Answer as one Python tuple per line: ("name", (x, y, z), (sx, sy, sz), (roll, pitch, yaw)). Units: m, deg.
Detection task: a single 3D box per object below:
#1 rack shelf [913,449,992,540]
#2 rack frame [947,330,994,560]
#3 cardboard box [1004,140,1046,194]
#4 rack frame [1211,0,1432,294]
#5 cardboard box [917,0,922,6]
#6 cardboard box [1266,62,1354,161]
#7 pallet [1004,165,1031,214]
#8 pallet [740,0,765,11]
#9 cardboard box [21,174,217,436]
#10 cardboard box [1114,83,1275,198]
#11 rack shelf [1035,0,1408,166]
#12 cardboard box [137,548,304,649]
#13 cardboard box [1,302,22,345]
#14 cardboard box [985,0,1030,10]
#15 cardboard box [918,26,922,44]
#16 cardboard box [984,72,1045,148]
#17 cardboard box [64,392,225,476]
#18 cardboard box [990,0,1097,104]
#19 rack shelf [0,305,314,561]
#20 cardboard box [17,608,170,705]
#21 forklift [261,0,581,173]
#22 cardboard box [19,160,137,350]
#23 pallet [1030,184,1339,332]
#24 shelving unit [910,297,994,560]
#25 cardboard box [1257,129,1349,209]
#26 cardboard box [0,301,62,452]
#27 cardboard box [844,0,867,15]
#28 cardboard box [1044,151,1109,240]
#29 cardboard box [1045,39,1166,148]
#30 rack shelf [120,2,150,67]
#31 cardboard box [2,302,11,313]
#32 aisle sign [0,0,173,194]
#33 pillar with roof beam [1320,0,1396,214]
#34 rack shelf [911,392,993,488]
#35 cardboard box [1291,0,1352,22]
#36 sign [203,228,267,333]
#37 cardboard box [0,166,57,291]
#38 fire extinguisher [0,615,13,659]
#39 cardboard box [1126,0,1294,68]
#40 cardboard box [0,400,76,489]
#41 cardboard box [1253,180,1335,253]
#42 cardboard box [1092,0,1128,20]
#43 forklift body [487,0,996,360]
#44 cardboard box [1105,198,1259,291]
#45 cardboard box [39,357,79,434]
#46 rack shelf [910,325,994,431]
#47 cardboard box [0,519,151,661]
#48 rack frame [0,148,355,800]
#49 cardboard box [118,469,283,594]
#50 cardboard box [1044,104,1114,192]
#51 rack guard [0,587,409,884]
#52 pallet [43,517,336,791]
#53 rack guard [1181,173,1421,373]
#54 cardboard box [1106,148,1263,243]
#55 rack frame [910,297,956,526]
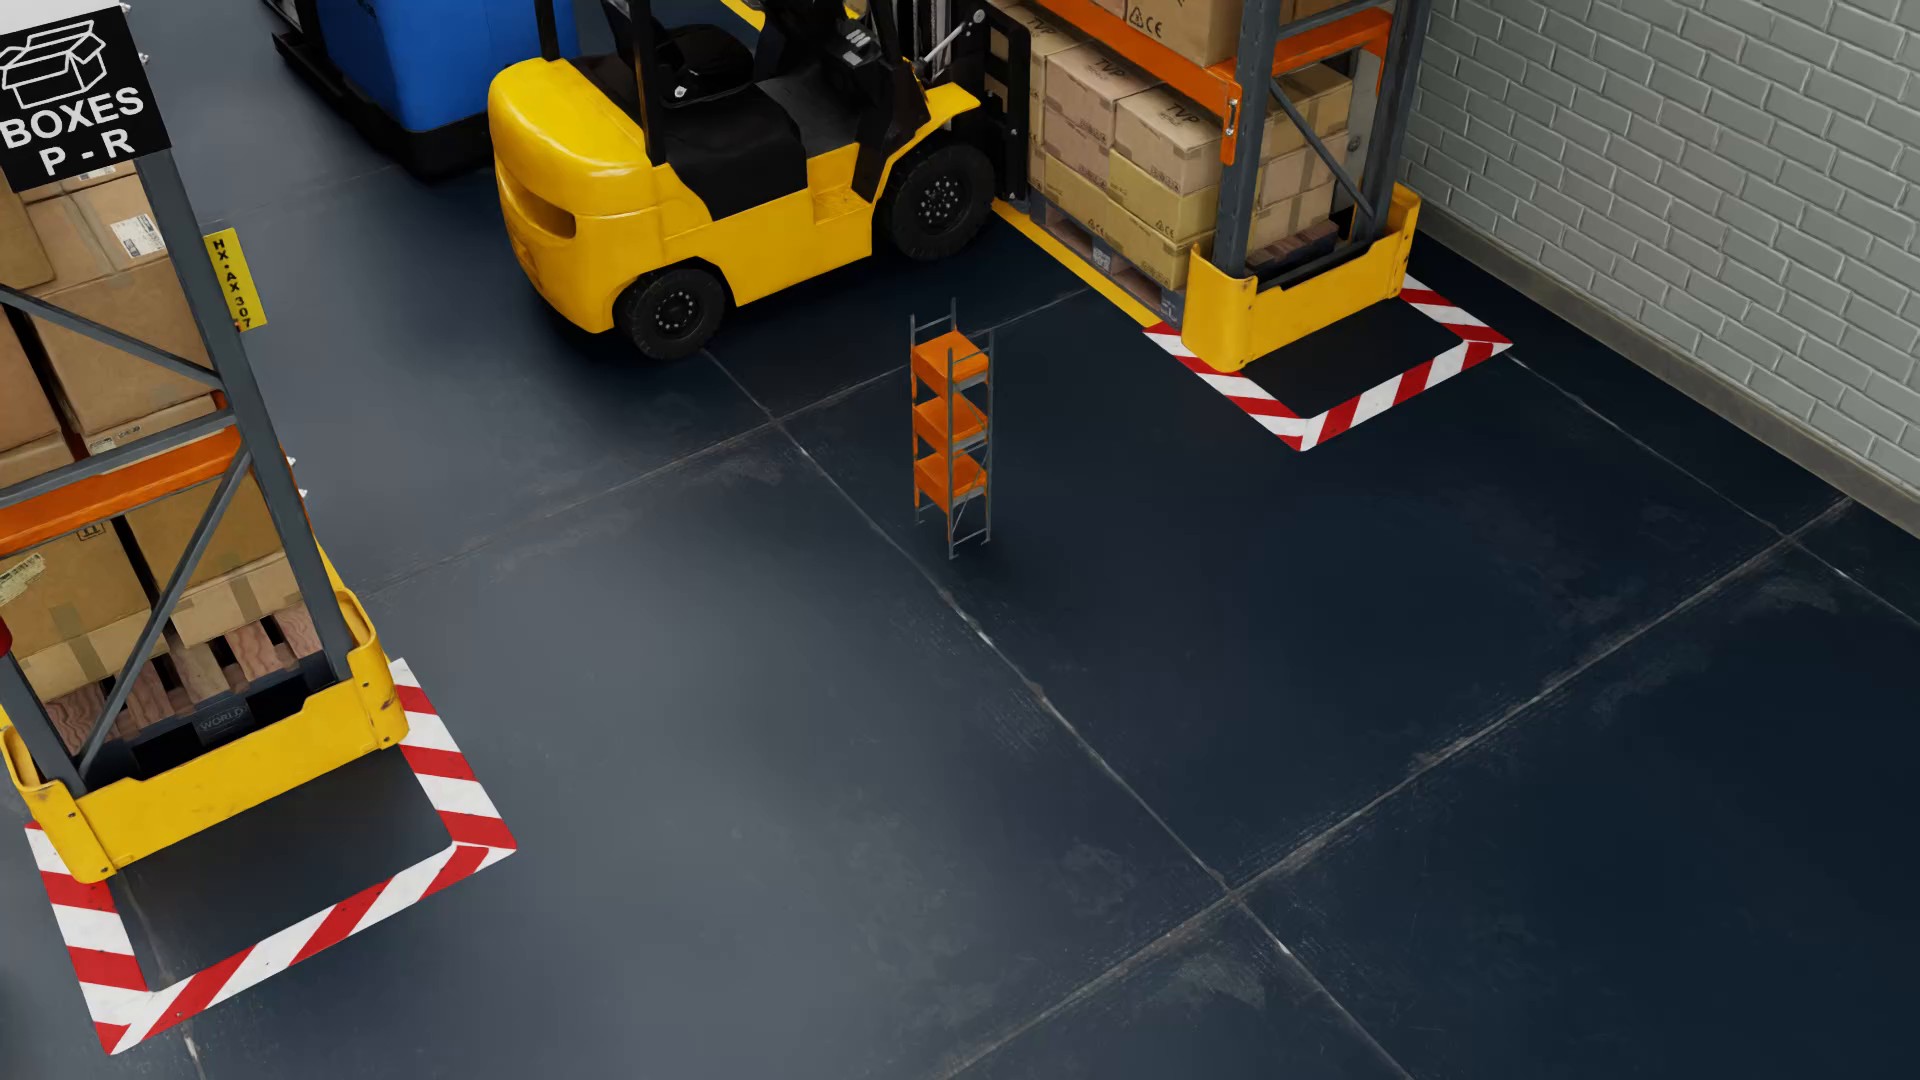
("rack shelf", (-0.031, -0.201, 6.618), (0.215, 0.259, 0.240), (-26, 49, -24))
("rack frame", (0.039, -0.341, 6.347), (0.200, 1.050, 0.008), (-26, 49, -24))
("cardboard box", (0.479, -2.038, 8.400), (0.500, 0.250, 0.500), (-25, 49, -24))
("rack frame", (1.563, -2.167, 6.848), (1.000, 3.000, 0.127), (-26, 49, -24))
("cardboard box", (-0.128, -2.983, 8.666), (0.500, 0.250, 0.500), (-24, 49, -23))
("cardboard box", (1.443, -2.033, 7.671), (0.500, 0.250, 0.500), (-26, 50, -25))
("pallet", (0.397, -2.266, 8.970), (1.003, 0.211, 1.213), (-26, 49, -24))
("pallet", (-1.179, -3.826, 10.605), (1.003, 0.211, 1.213), (-26, 49, -24))
("cardboard box", (-2.550, -0.726, 5.050), (0.500, 0.500, 0.500), (-26, 50, -25))
("cardboard box", (1.044, -1.824, 7.451), (0.500, 0.250, 0.500), (-24, 49, -23))
("rack shelf", (0.419, -3.040, 8.283), (1.077, 0.370, 4.000), (-26, 49, -24))
("cardboard box", (-2.741, 0.072, 6.189), (0.500, 0.250, 0.500), (-26, 49, -25))
("cardboard box", (-3.325, -0.832, 5.162), (0.500, 0.500, 0.500), (-26, 49, -24))
("cardboard box", (0.166, -2.683, 8.351), (0.500, 0.250, 0.500), (-27, 50, -25))
("cardboard box", (-0.134, -2.801, 8.837), (0.500, 0.250, 0.500), (-26, 50, -25))
("cardboard box", (0.437, -2.230, 8.239), (0.500, 0.250, 0.500), (-27, 50, -25))
("cardboard box", (-2.531, -0.388, 5.166), (0.380, 0.149, 0.250), (-26, 49, -24))
("cardboard box", (0.450, -2.393, 8.047), (0.500, 0.250, 0.500), (-25, 49, -24))
("rack shelf", (-3.650, -1.077, 6.227), (1.077, 0.370, 4.000), (-26, 49, -24))
("cardboard box", (-3.203, 0.273, 5.979), (0.500, 0.250, 0.500), (-26, 49, -25))
("forklift", (-3.315, -3.924, 8.738), (1.130, 2.935, 3.031), (-29, 51, -27))
("cardboard box", (-2.849, -1.018, 5.356), (0.500, 0.500, 0.500), (-24, 49, -23))
("pallet", (1.091, -1.575, 8.247), (1.003, 0.211, 1.213), (-26, 49, -24))
("shelving unit", (-0.031, -0.410, 6.419), (0.215, 1.050, 0.252), (-26, 49, -24))
("cardboard box", (1.464, -1.854, 7.845), (0.500, 0.250, 0.500), (-25, 49, -24))
("cardboard box", (-3.043, -0.547, 4.863), (0.500, 0.500, 0.500), (-27, 50, -25))
("cardboard box", (-0.412, -3.091, 9.140), (0.500, 0.250, 0.500), (-26, 49, -25))
("cardboard box", (0.758, -1.751, 8.100), (0.500, 0.250, 0.500), (-26, 49, -24))
("cardboard box", (0.747, -2.111, 7.752), (0.500, 0.250, 0.500), (-25, 49, -24))
("rack shelf", (-3.650, -2.162, 5.191), (1.077, 0.370, 4.000), (-26, 49, -24))
("cardboard box", (-3.464, -0.829, 5.628), (0.380, 0.149, 0.250), (-25, 49, -24))
("aisle sign", (-2.217, -1.232, 3.986), (0.394, 0.787, 0.004), (-26, 49, -24))
("pillar with roof beam", (-1.627, -3.387, 3.781), (9.100, 9.000, 0.400), (-26, 49, -24))
("rack shelf", (-0.031, -0.402, 6.427), (0.215, 0.259, 0.240), (-26, 49, -24))
("cardboard box", (1.507, -2.594, 7.222), (0.500, 0.500, 0.500), (-24, 49, -23))
("sign", (-2.061, -0.732, 4.718), (0.100, 0.325, 0.005), (-26, 49, -24))
("cardboard box", (-2.978, -0.913, 4.522), (0.700, 0.500, 0.500), (-27, 50, -25))
("fire extinguisher", (-2.819, 0.070, 4.560), (0.296, 0.674, 0.183), (-26, 49, -24))
("cardboard box", (1.066, -2.379, 6.997), (0.500, 0.500, 0.500), (-27, 50, -25))
("cardboard box", (-2.896, -0.241, 5.012), (0.380, 0.149, 0.250), (-24, 49, -23))
("cardboard box", (1.442, -1.680, 8.025), (0.500, 0.250, 0.500), (-26, 49, -24))
("cardboard box", (0.777, -2.676, 7.309), (0.500, 0.500, 0.500), (-24, 49, -23))
("forklift body", (-1.018, -2.214, 7.511), (2.313, 2.155, 1.214), (-26, 49, -24))
("cardboard box", (1.035, -1.466, 7.801), (0.500, 0.250, 0.500), (-25, 49, -24))
("cardboard box", (-2.687, -0.525, 5.310), (0.380, 0.149, 0.250), (-25, 49, -24))
("rack shelf", (-0.031, -0.608, 6.231), (0.215, 0.259, 0.240), (-26, 49, -24))
("cardboard box", (-3.179, 0.016, 5.705), (0.500, 0.500, 0.500), (-25, 49, -24))
("rack frame", (-2.506, -0.205, 4.792), (1.000, 3.000, 0.127), (-26, 49, -24))
("cardboard box", (-2.755, -0.212, 5.944), (0.500, 0.500, 0.500), (-27, 50, -26))
("cardboard box", (0.750, -1.946, 7.941), (0.500, 0.250, 0.500), (-26, 50, -25))
("rack guard", (-2.550, 0.657, 5.700), (1.175, 0.500, 0.348), (-26, 49, -24))
("pallet", (-2.986, 0.287, 6.297), (1.003, 0.211, 1.213), (-26, 49, -24))
("rack guard", (1.577, -1.250, 7.697), (1.175, 0.500, 0.348), (-26, 49, -24))
("cardboard box", (1.028, -1.658, 7.639), (0.500, 0.250, 0.500), (-26, 50, -25))
("rack frame", (-0.100, -0.479, 6.492), (0.200, 1.050, 0.008), (-26, 49, -24))
